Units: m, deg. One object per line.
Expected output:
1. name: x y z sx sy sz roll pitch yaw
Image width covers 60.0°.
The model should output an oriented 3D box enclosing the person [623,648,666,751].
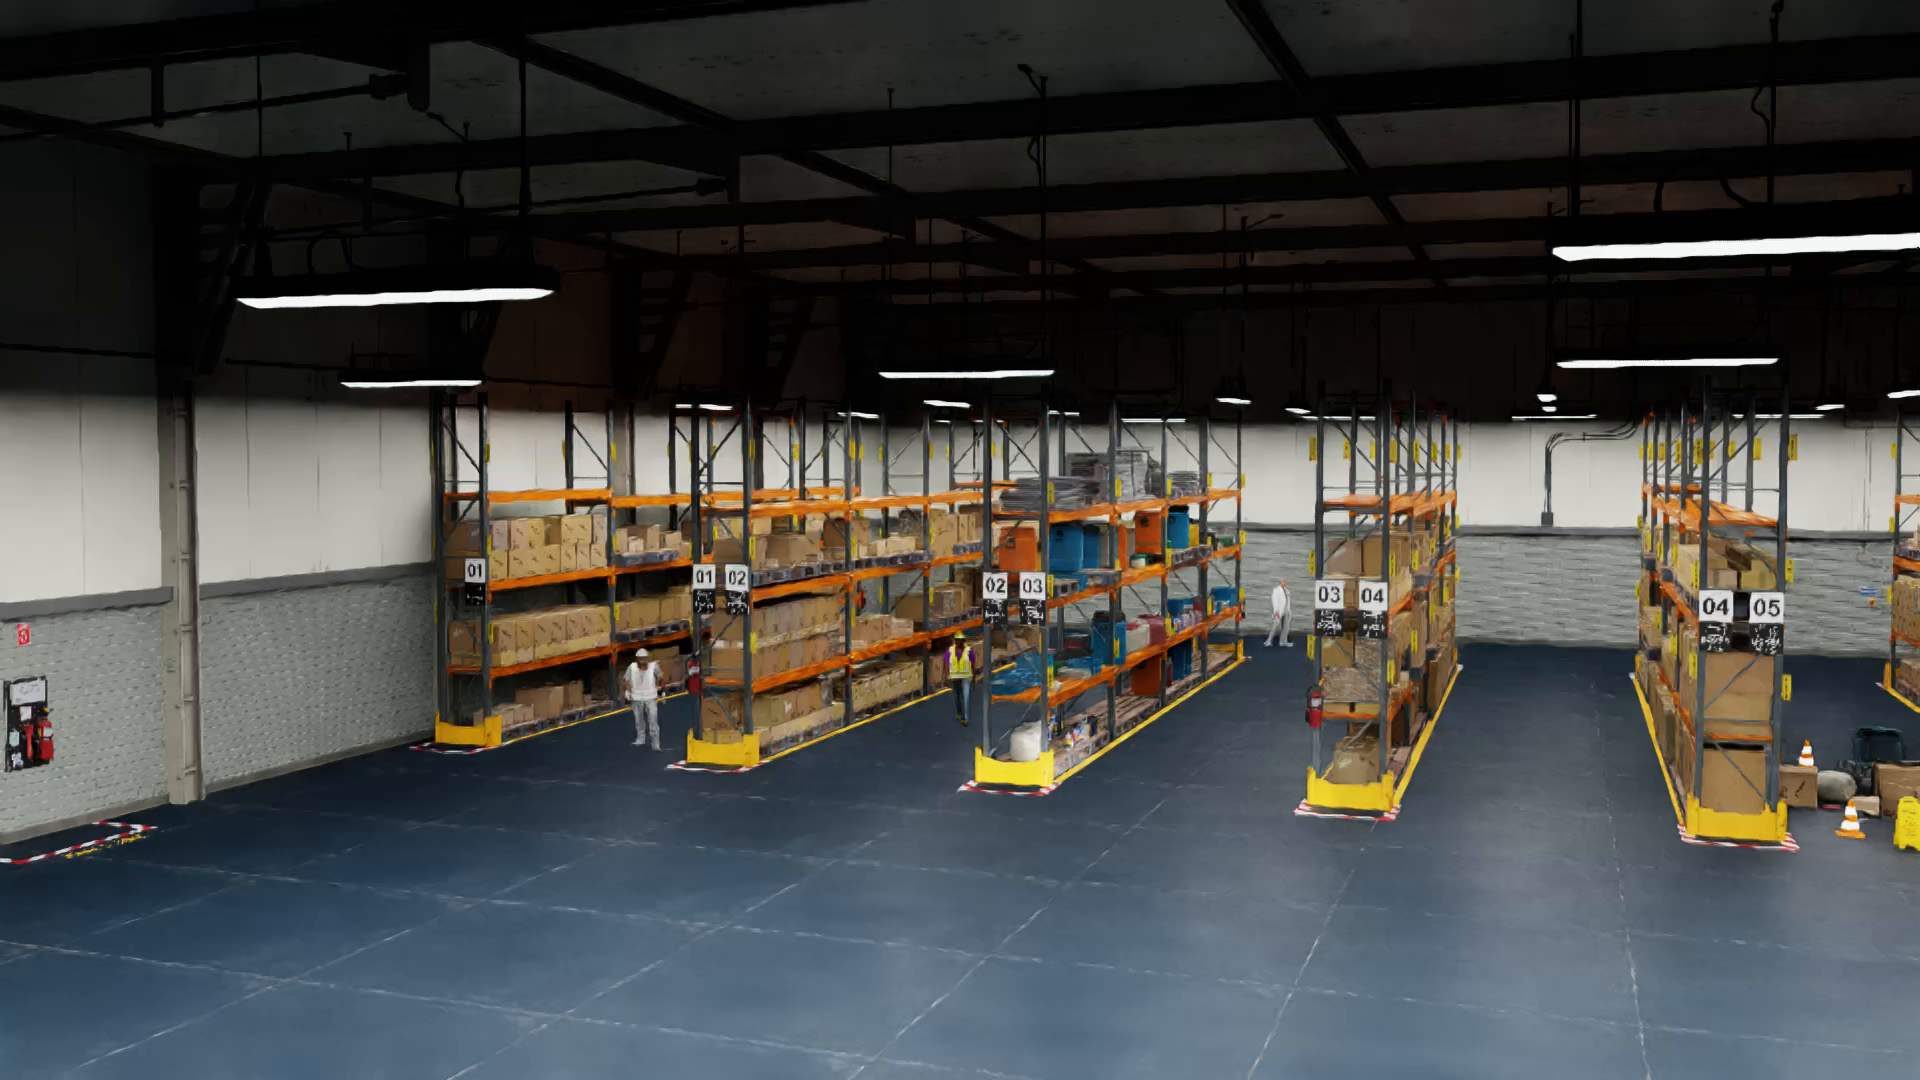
1. person: -5.291 2.651 27.911 0.692 1.723 0.846 0 3 3

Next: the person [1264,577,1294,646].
1. person: 8.179 1.841 42.753 0.750 1.777 0.501 -2 4 -30

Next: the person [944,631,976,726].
1. person: -0.011 2.517 30.466 0.571 1.708 1.033 1 3 12
